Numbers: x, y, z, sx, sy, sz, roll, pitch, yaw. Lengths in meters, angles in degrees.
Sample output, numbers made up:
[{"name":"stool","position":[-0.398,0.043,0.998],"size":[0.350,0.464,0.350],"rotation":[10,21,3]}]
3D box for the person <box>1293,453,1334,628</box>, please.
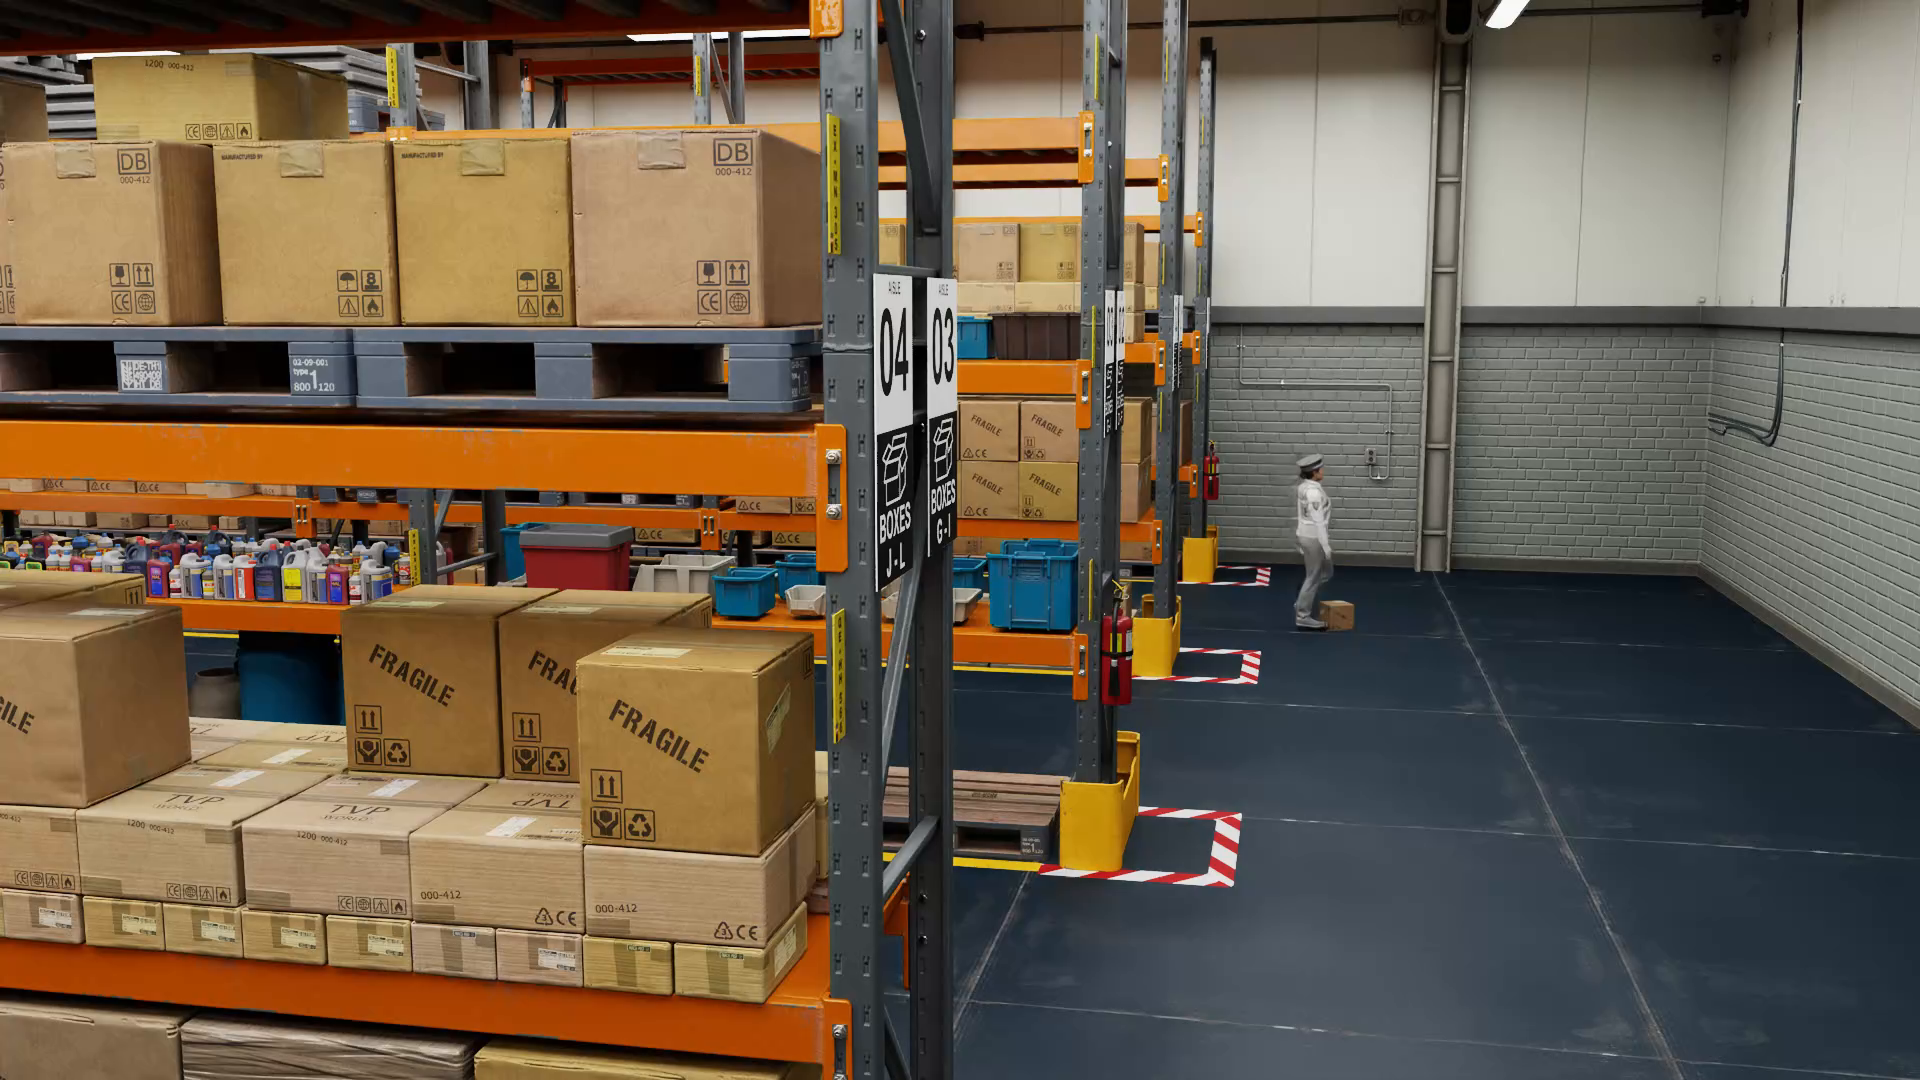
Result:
[{"name":"person","position":[3.428,0.015,16.006],"size":[0.419,1.704,0.488],"rotation":[0,8,2]}]
